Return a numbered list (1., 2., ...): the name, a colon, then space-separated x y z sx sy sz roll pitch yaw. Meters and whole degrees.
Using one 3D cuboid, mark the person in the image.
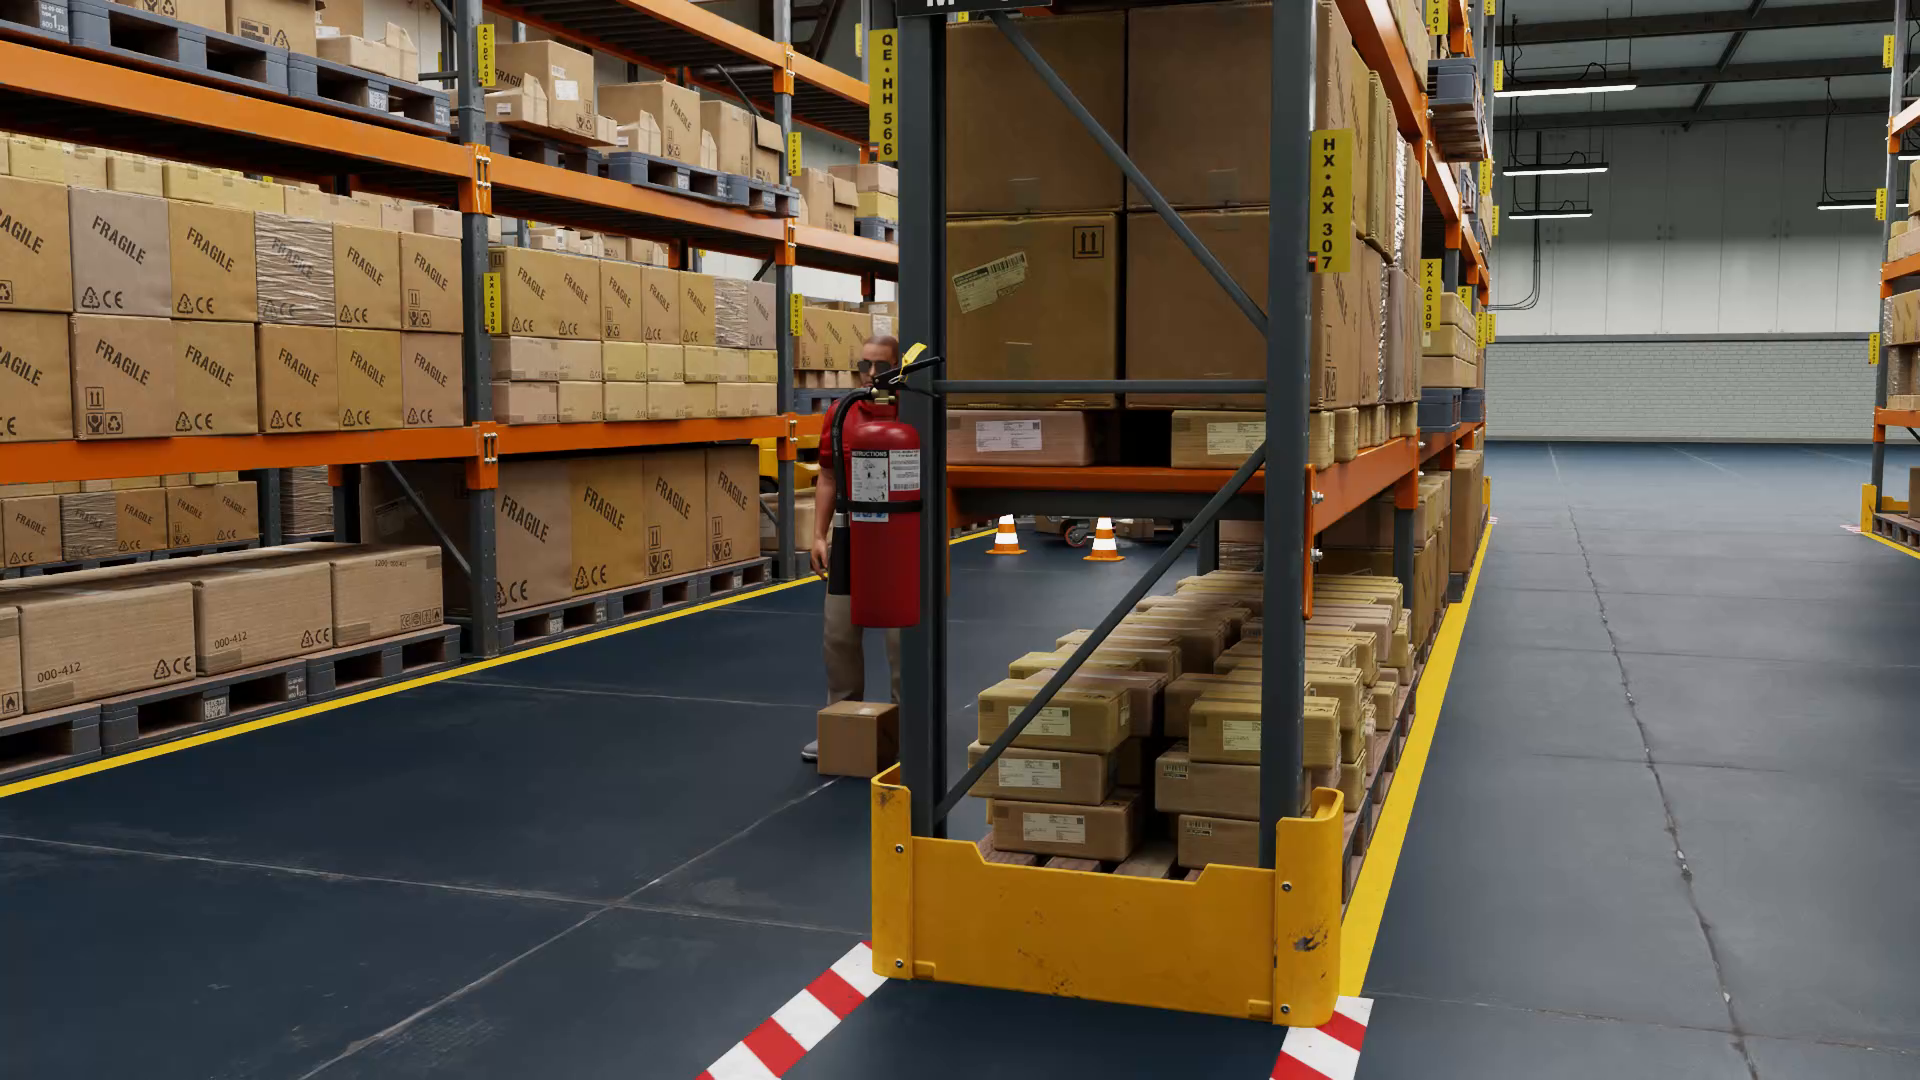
1. person: -0.326 0.029 6.755 0.591 1.725 0.392 1 5 15
